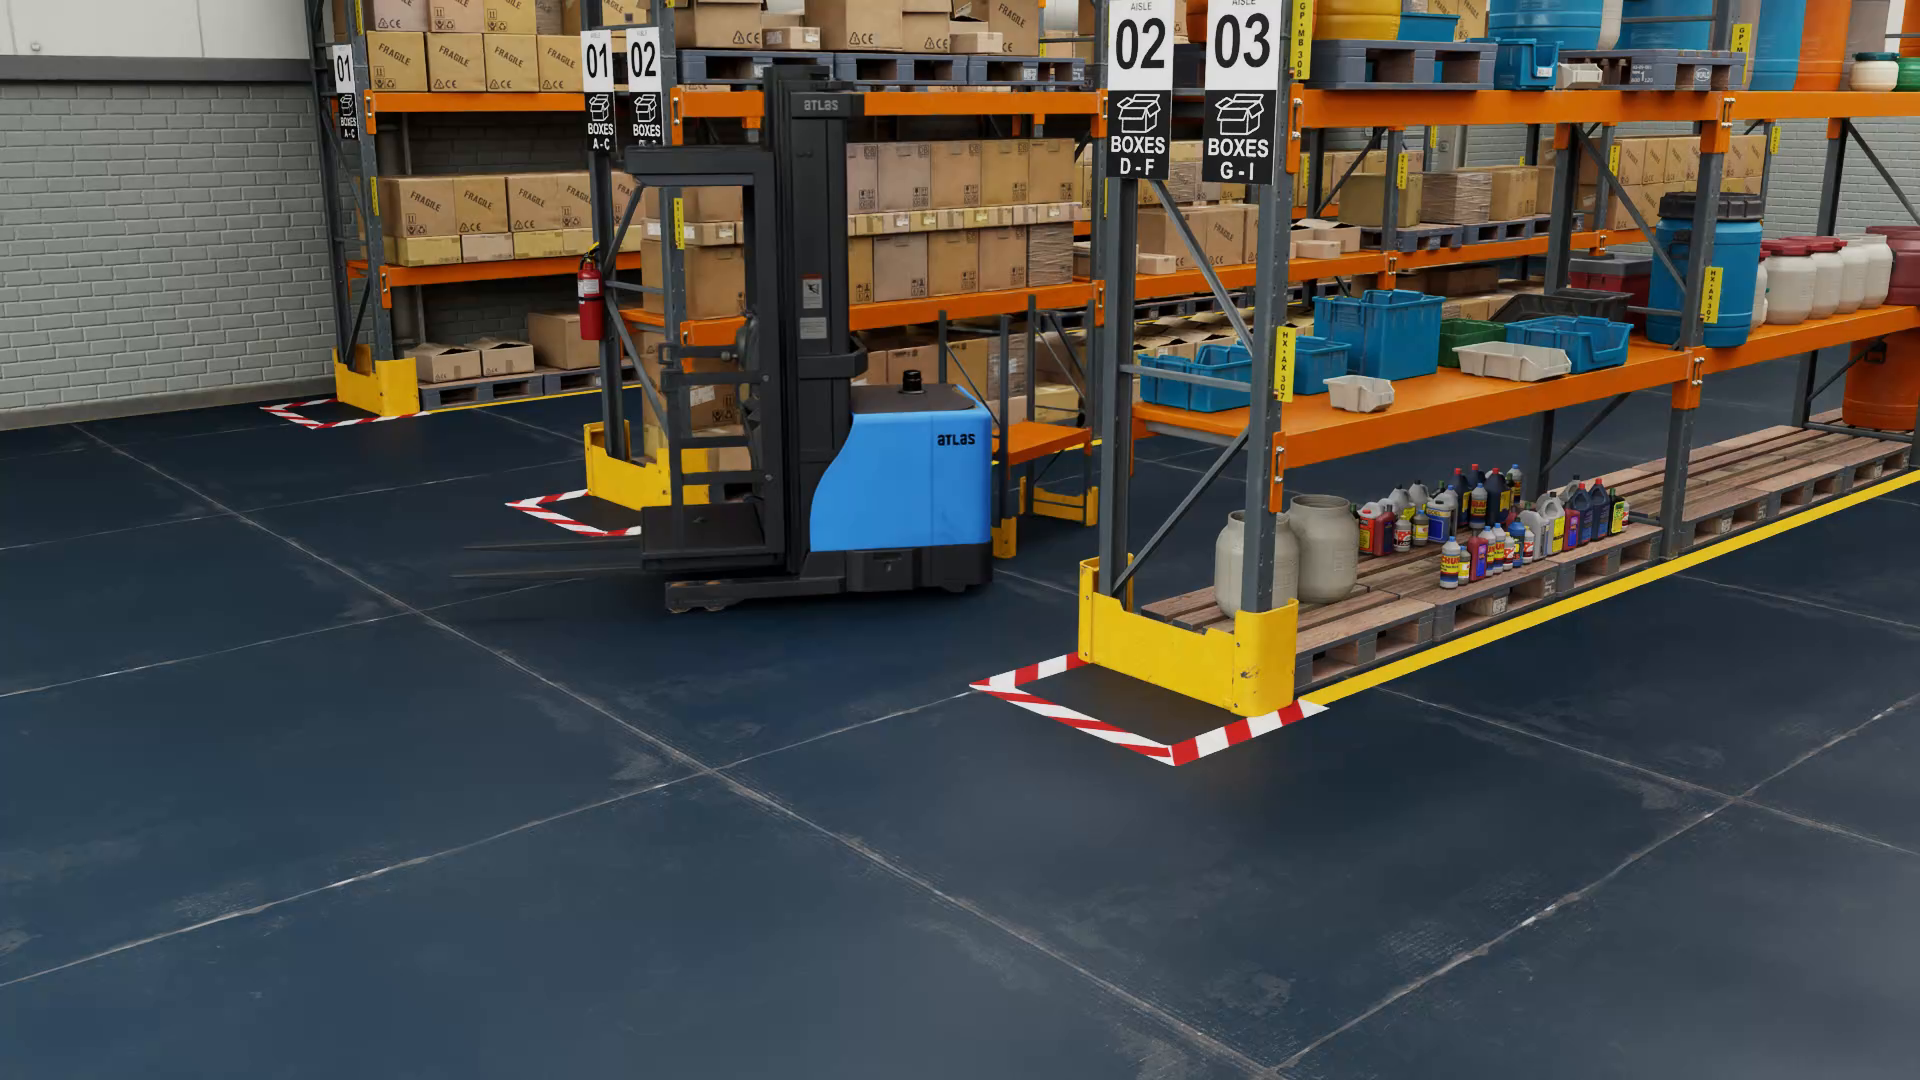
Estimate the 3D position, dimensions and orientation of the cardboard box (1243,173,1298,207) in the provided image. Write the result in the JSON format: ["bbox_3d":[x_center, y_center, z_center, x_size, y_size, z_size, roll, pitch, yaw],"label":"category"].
[{"bbox_3d":[4.033,-4.939,22.847,0.700,0.700,0.980,-12,19,-39],"label":"cardboard box"}]

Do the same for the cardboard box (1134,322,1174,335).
[{"bbox_3d":[1.717,-1.830,15.215,0.500,0.311,0.500,-13,20,-40],"label":"cardboard box"}]

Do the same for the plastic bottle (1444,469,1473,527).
[{"bbox_3d":[3.058,-0.266,10.215,0.185,0.351,0.144,-14,20,-42],"label":"plastic bottle"}]

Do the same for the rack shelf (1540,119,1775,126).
[{"bbox_3d":[8.377,-5.182,19.919,4.000,0.370,1.077,-13,19,-39],"label":"rack shelf"}]

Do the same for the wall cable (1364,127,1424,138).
[{"bbox_3d":[6.976,-6.275,26.460,1.851,1.984,0.084,-13,19,-39],"label":"wall cable"}]

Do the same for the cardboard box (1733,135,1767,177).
[{"bbox_3d":[9.730,-4.822,20.857,0.500,0.500,0.500,-13,20,-40],"label":"cardboard box"}]

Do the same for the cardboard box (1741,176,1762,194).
[{"bbox_3d":[9.726,-4.339,20.987,0.500,0.500,0.500,-12,19,-38],"label":"cardboard box"}]

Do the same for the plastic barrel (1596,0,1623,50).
[{"bbox_3d":[3.628,-3.093,9.673,0.421,0.512,0.421,0,15,0],"label":"plastic barrel"}]

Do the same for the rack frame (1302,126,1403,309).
[{"bbox_3d":[3.851,-3.064,16.408,0.127,3.000,1.000,-13,19,-39],"label":"rack frame"}]

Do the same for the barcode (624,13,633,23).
[{"bbox_3d":[-2.273,-3.583,11.416,0.075,0.075,0.001,-13,19,-39],"label":"barcode"}]

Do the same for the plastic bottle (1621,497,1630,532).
[{"bbox_3d":[4.013,-0.160,10.106,0.097,0.201,0.097,0,15,0],"label":"plastic bottle"}]

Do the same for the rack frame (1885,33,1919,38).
[{"bbox_3d":[7.099,-4.997,12.022,0.127,3.000,1.000,-13,19,-39],"label":"rack frame"}]

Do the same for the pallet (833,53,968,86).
[{"bbox_3d":[-0.713,-3.438,12.166,1.213,0.211,1.003,-13,19,-39],"label":"pallet"}]

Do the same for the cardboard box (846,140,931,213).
[{"bbox_3d":[-0.633,-2.730,12.450,0.500,0.500,0.700,-13,19,-39],"label":"cardboard box"}]

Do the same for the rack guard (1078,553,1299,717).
[{"bbox_3d":[1.091,0.442,8.127,0.348,0.500,1.175,-13,19,-39],"label":"rack guard"}]

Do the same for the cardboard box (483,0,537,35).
[{"bbox_3d":[-4.198,-4.845,15.093,0.500,0.500,0.500,-12,19,-38],"label":"cardboard box"}]

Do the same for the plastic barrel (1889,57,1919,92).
[{"bbox_3d":[6.947,-3.421,12.235,0.294,0.245,0.294,0,15,0],"label":"plastic barrel"}]

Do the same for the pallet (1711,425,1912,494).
[{"bbox_3d":[6.489,-0.628,12.693,1.213,0.211,1.003,-13,19,-39],"label":"pallet"}]

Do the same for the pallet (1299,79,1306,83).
[{"bbox_3d":[3.397,-4.290,15.550,1.003,0.211,1.213,-12,19,-37],"label":"pallet"}]

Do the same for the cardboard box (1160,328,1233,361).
[{"bbox_3d":[2.079,-1.725,14.823,0.500,0.311,0.500,-14,20,-41],"label":"cardboard box"}]

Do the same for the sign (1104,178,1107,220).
[{"bbox_3d":[1.199,-2.735,13.346,0.005,0.325,0.100,-13,19,-39],"label":"sign"}]

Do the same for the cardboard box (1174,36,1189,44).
[{"bbox_3d":[1.717,-4.162,14.184,0.500,0.250,0.500,14,20,42],"label":"cardboard box"}]

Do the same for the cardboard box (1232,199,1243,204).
[{"bbox_3d":[3.544,-4.481,22.162,0.250,0.149,0.380,-12,19,-39],"label":"cardboard box"}]

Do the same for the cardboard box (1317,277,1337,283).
[{"bbox_3d":[5.015,-3.978,23.861,0.500,0.500,0.700,-12,19,-38],"label":"cardboard box"}]

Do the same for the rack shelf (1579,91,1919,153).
[{"bbox_3d":[5.591,-2.862,11.233,4.000,0.370,1.077,-13,19,-39],"label":"rack shelf"}]

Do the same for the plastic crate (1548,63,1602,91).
[{"bbox_3d":[3.136,-2.393,8.593,0.396,0.136,0.243,-13,19,-39],"label":"plastic crate"}]

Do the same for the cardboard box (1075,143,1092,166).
[{"bbox_3d":[1.513,-4.710,20.307,0.500,0.250,0.500,-13,20,-40],"label":"cardboard box"}]

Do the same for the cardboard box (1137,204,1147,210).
[{"bbox_3d":[2.146,-4.189,21.067,0.250,0.149,0.380,-13,19,-39],"label":"cardboard box"}]

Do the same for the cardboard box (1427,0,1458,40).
[{"bbox_3d":[4.569,-5.204,16.475,0.500,0.500,0.500,-13,19,-39],"label":"cardboard box"}]

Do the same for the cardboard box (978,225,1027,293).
[{"bbox_3d":[0.109,-2.268,13.233,0.500,0.500,0.700,-13,20,-40],"label":"cardboard box"}]

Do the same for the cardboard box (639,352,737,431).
[{"bbox_3d":[-1.975,-1.094,12.096,0.500,0.500,0.500,-13,19,-39],"label":"cardboard box"}]

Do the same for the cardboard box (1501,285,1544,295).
[{"bbox_3d":[6.305,-2.525,18.382,0.500,0.500,0.500,-13,19,-39],"label":"cardboard box"}]

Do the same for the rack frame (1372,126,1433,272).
[{"bbox_3d":[6.631,-5.383,25.090,0.127,3.000,1.000,-13,19,-39],"label":"rack frame"}]

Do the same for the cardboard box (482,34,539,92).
[{"bbox_3d":[-4.205,-4.360,15.217,0.500,0.500,0.500,-12,19,-37],"label":"cardboard box"}]

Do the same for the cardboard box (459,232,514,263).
[{"bbox_3d":[-4.480,-2.721,15.377,0.500,0.250,0.500,-13,20,-41],"label":"cardboard box"}]

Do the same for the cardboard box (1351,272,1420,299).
[{"bbox_3d":[4.442,-2.646,17.380,0.500,0.250,0.500,-12,19,-37],"label":"cardboard box"}]

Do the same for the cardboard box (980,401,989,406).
[{"bbox_3d":[-0.125,-0.969,13.081,0.500,0.250,0.500,-13,19,-39],"label":"cardboard box"}]

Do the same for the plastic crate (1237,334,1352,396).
[{"bbox_3d":[1.739,-0.924,8.685,0.408,0.251,0.499,-13,19,-39],"label":"plastic crate"}]

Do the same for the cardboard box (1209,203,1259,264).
[{"bbox_3d":[2.595,-2.825,15.319,0.500,0.500,0.500,-14,20,-42],"label":"cardboard box"}]

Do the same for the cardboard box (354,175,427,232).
[{"bbox_3d":[-5.223,-3.093,15.317,0.500,0.500,0.500,-13,20,-40],"label":"cardboard box"}]

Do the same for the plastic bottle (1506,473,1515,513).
[{"bbox_3d":[3.398,-0.272,10.368,0.133,0.283,0.061,-13,19,-39],"label":"plastic bottle"}]

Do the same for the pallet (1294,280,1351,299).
[{"bbox_3d":[5.159,-3.679,24.116,1.213,0.211,1.003,-13,19,-39],"label":"pallet"}]

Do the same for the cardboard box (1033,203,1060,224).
[{"bbox_3d":[0.581,-2.619,13.291,0.250,0.149,0.380,-13,20,-41],"label":"cardboard box"}]

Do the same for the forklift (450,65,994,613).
[{"bbox_3d":[-1.375,-1.158,9.406,3.031,2.935,1.130,-3,15,-10],"label":"forklift"}]

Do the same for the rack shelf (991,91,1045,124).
[{"bbox_3d":[2.105,-5.468,20.991,4.000,0.370,1.077,-13,19,-39],"label":"rack shelf"}]

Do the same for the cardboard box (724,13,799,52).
[{"bbox_3d":[-1.489,-3.602,11.817,0.500,0.250,0.500,-13,19,-39],"label":"cardboard box"}]

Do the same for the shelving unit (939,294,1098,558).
[{"bbox_3d":[0.378,-0.765,10.708,0.587,1.500,1.083,10,18,34],"label":"shelving unit"}]

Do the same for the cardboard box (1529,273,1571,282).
[{"bbox_3d":[7.112,-2.898,19.779,0.500,0.500,0.500,-13,19,-39],"label":"cardboard box"}]

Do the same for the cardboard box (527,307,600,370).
[{"bbox_3d":[-3.842,-1.988,16.372,0.500,0.500,0.700,-14,21,-43],"label":"cardboard box"}]

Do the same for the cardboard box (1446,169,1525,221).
[{"bbox_3d":[5.576,-3.682,17.713,0.700,0.500,0.500,10,18,33],"label":"cardboard box"}]

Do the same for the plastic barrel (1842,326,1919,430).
[{"bbox_3d":[7.457,-1.340,13.344,0.708,0.830,0.600,-13,19,-39],"label":"plastic barrel"}]

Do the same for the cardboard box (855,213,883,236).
[{"bbox_3d":[-0.777,-2.314,12.148,0.250,0.149,0.380,-13,20,-40],"label":"cardboard box"}]

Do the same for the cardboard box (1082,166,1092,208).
[{"bbox_3d":[1.532,-4.349,20.409,0.500,0.500,0.500,-12,19,-38],"label":"cardboard box"}]

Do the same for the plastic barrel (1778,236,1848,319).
[{"bbox_3d":[5.827,-1.804,11.428,0.433,0.535,0.433,0,15,0],"label":"plastic barrel"}]

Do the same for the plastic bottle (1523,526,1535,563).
[{"bbox_3d":[3.200,0.022,9.423,0.097,0.201,0.097,0,15,0],"label":"plastic bottle"}]

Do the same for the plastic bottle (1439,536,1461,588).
[{"bbox_3d":[2.637,0.115,8.940,0.097,0.271,0.097,0,15,0],"label":"plastic bottle"}]

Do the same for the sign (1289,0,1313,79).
[{"bbox_3d":[1.422,-2.090,6.930,0.005,0.325,0.100,-13,19,-39],"label":"sign"}]

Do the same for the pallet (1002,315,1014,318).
[{"bbox_3d":[0.005,-2.548,19.882,1.213,0.211,1.003,-13,19,-39],"label":"pallet"}]
